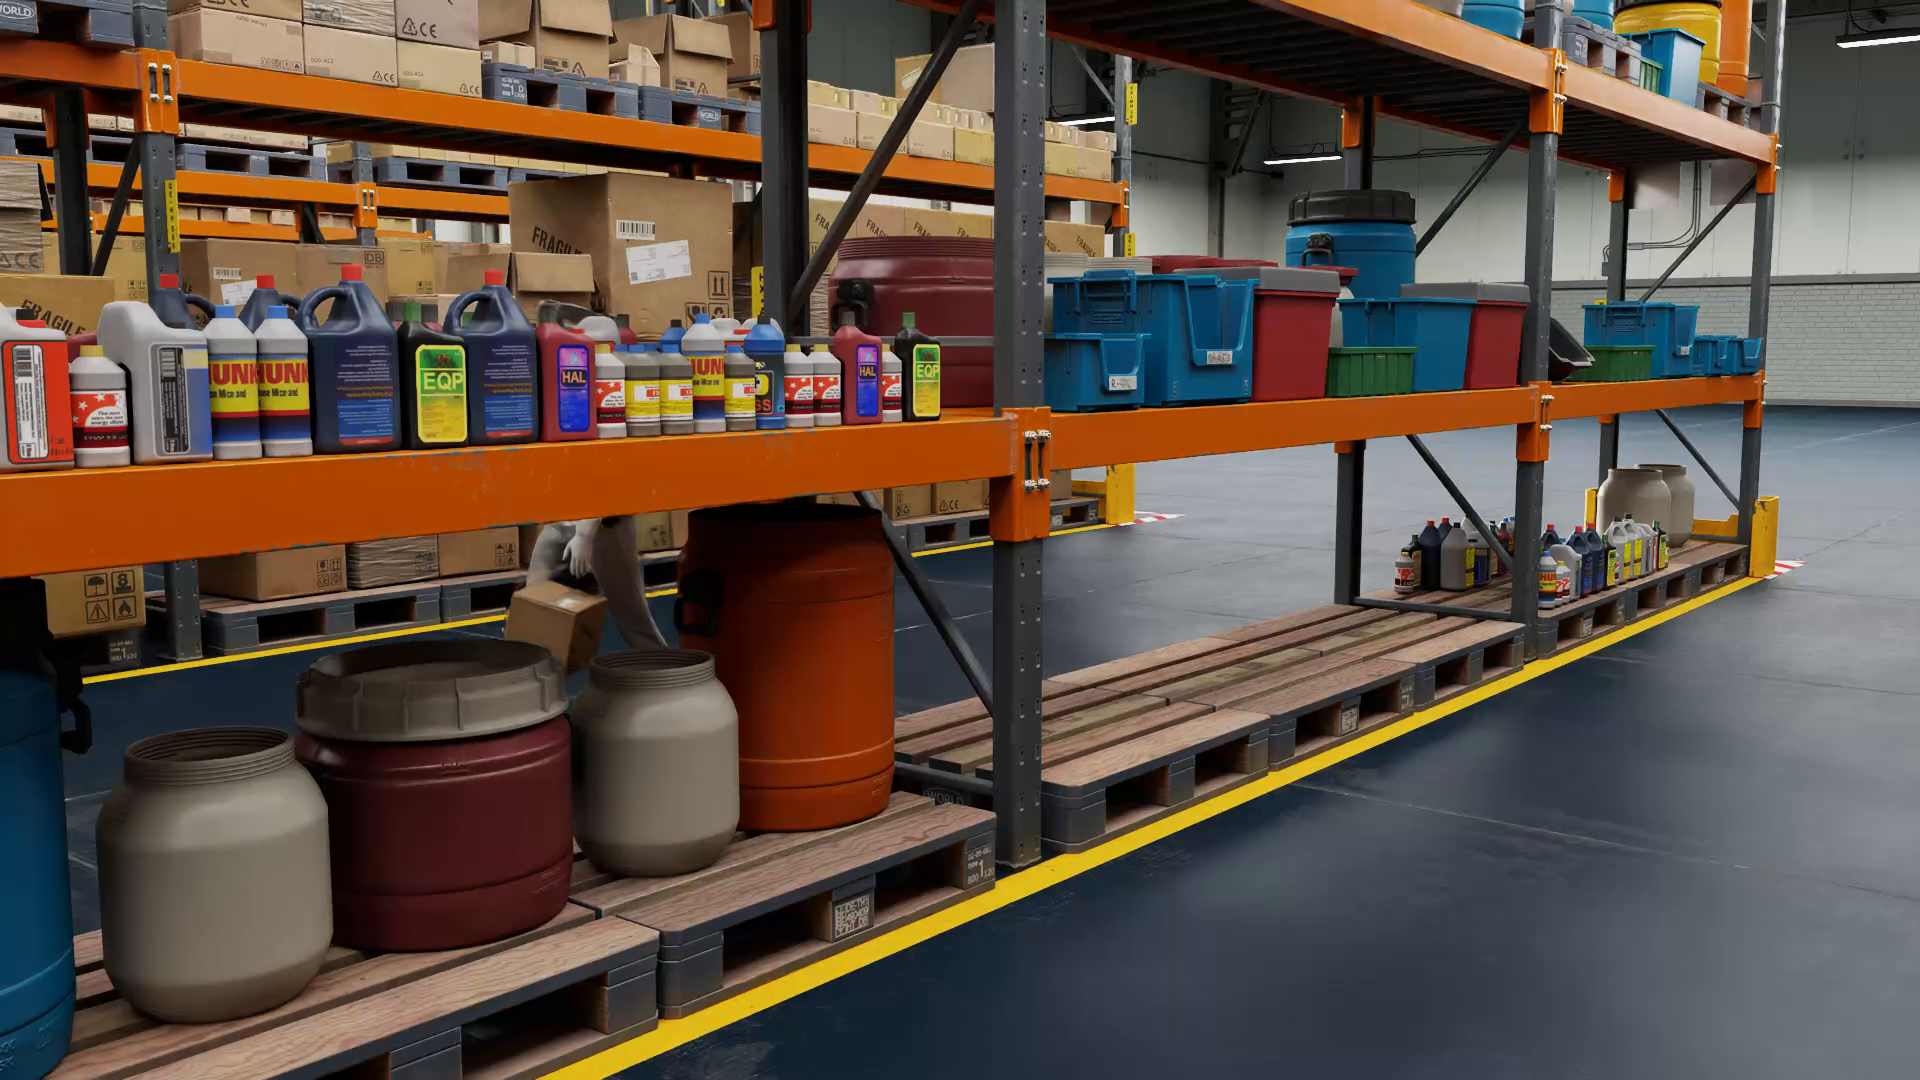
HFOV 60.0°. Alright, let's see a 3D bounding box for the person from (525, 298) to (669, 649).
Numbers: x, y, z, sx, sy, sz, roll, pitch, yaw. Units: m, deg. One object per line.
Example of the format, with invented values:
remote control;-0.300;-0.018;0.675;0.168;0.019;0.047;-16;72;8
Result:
person;-1.415;-0.047;6.039;0.839;1.643;0.534;-5;9;-37
